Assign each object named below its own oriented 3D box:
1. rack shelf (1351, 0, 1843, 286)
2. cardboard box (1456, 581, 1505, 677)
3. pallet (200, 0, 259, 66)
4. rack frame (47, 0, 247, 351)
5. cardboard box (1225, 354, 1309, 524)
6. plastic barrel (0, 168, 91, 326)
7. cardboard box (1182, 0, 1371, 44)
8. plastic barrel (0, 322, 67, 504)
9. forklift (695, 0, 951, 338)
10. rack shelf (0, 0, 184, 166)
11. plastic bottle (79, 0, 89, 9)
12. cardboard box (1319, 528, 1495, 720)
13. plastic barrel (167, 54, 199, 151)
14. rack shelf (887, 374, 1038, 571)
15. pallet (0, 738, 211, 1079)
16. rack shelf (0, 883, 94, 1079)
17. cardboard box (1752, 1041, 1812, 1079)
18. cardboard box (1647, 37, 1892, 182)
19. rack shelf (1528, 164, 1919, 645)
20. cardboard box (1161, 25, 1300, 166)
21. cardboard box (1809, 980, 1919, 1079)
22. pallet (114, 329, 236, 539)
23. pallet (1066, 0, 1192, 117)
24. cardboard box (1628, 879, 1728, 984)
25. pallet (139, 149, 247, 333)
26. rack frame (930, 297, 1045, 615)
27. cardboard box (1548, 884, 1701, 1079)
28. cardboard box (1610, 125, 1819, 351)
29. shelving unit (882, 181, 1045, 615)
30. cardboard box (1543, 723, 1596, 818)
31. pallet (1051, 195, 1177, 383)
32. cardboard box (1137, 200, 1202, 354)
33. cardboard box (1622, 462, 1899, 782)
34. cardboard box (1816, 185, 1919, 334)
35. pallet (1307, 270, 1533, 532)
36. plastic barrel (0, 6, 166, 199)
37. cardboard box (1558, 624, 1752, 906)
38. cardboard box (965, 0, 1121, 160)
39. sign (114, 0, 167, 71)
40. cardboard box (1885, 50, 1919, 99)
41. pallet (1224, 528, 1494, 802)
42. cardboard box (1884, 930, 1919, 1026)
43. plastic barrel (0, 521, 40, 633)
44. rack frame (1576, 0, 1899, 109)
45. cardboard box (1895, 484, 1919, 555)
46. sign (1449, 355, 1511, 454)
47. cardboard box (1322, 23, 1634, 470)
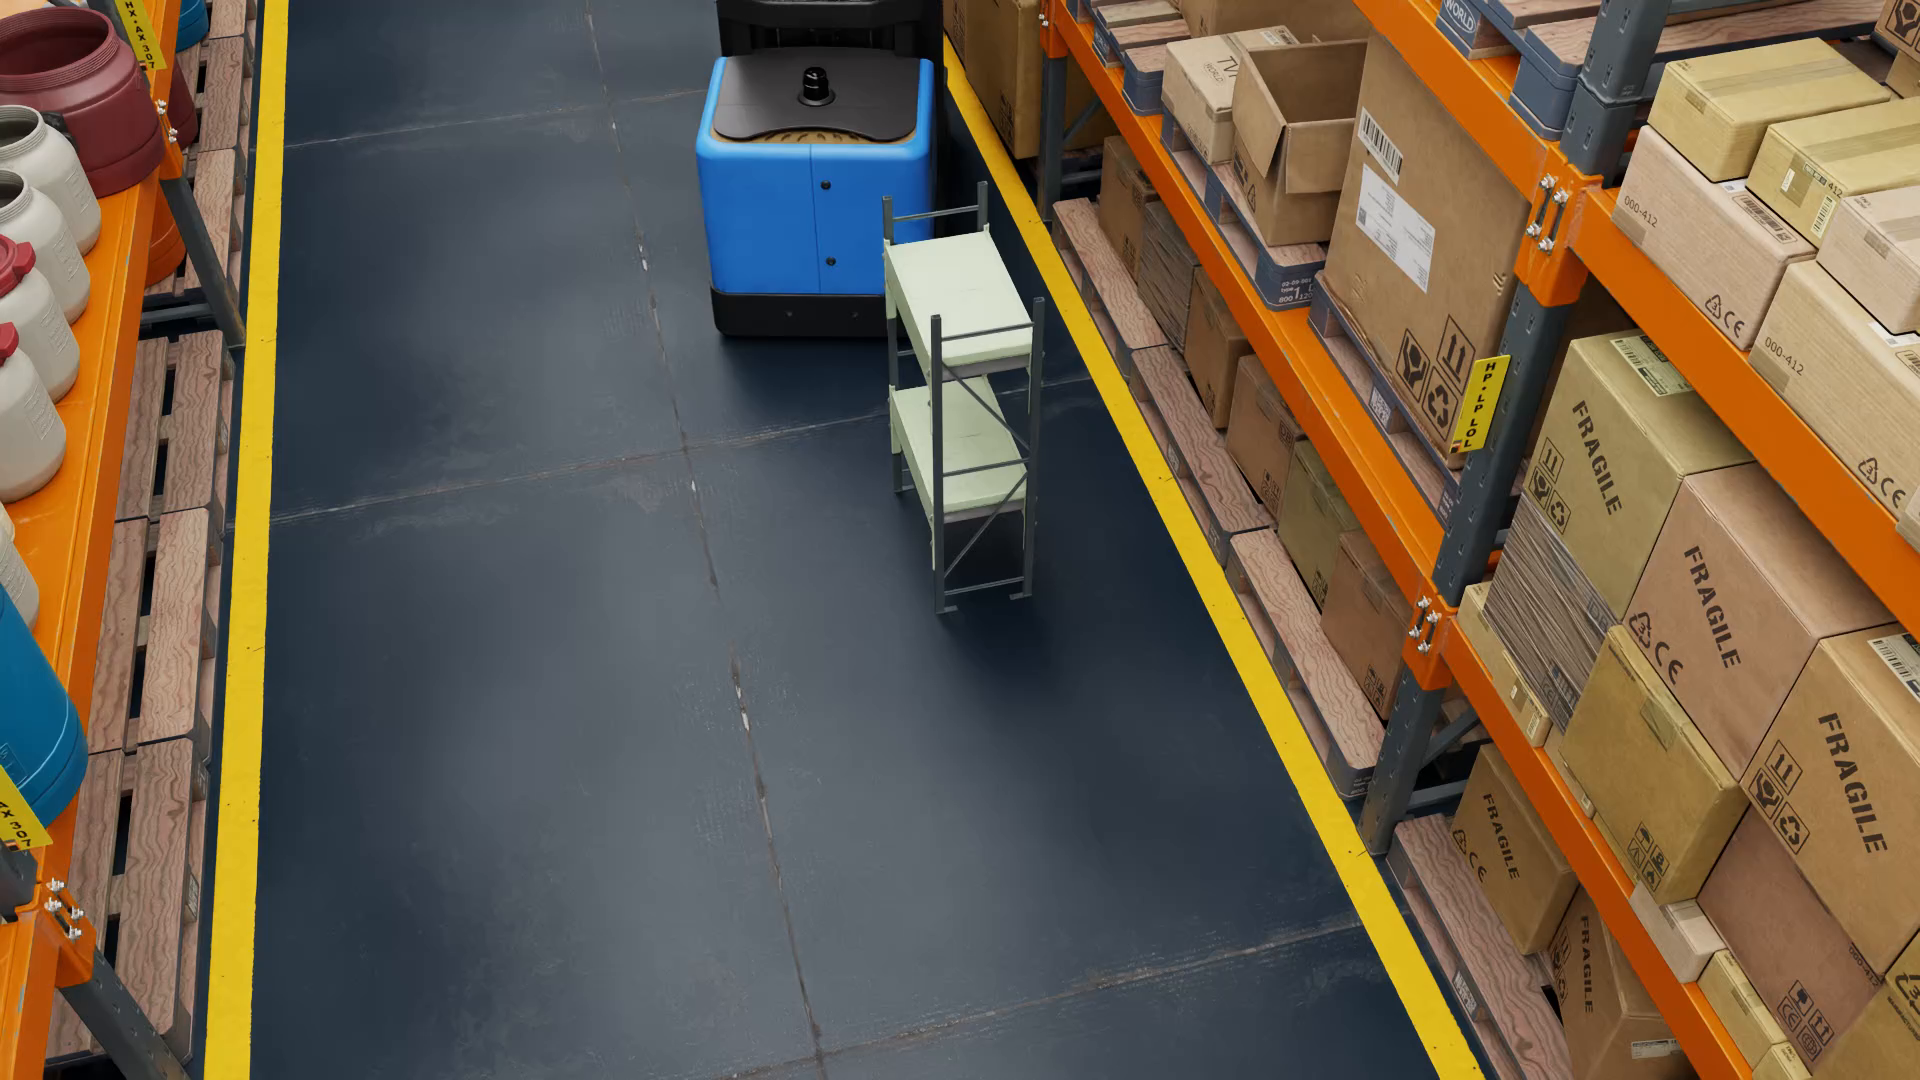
[{"bbox_3d":[1.411,-2.237,5.496,1.077,0.370,4.000,-11,47,-10],"label":"rack shelf"},{"bbox_3d":[1.687,0.234,4.847,0.380,0.149,0.250,-11,47,-10],"label":"cardboard box"},{"bbox_3d":[-4.756,-3.159,9.949,1.003,0.211,1.213,-11,47,-10],"label":"pallet"},{"bbox_3d":[-3.889,-1.914,6.776,1.000,3.000,0.127,-11,47,-10],"label":"rack frame"},{"bbox_3d":[1.539,-0.484,6.817,0.700,0.500,0.500,-14,47,-14],"label":"cardboard box"},{"bbox_3d":[-3.312,-0.991,5.793,0.421,0.512,0.421,0,46,0],"label":"plastic barrel"},{"bbox_3d":[1.315,-2.269,6.760,0.700,0.500,0.500,-4,46,-4],"label":"cardboard box"},{"bbox_3d":[-3.086,-0.407,5.204,0.433,0.535,0.433,0,46,0],"label":"plastic barrel"},{"bbox_3d":[-0.618,-3.015,7.904,1.130,2.935,3.031,1,46,1],"label":"forklift"},{"bbox_3d":[-4.401,-3.043,8.386,1.077,0.370,4.000,-11,47,-10],"label":"rack shelf"},{"bbox_3d":[-3.688,-2.228,7.171,0.152,0.276,0.135,-11,47,-10],"label":"plastic bottle"},{"bbox_3d":[1.786,0.235,6.112,0.700,0.500,0.500,-14,47,-13],"label":"cardboard box"},{"bbox_3d":[-4.320,-2.331,8.579,0.600,0.588,0.708,-11,47,-10],"label":"plastic barrel"},{"bbox_3d":[0.002,-0.292,6.693,0.431,0.370,0.720,-11,47,-10],"label":"rack shelf"},{"bbox_3d":[-3.104,1.289,5.590,1.003,0.211,1.213,-11,47,-10],"label":"pallet"},{"bbox_3d":[-2.353,2.480,2.973,1.077,0.370,4.000,-11,47,-10],"label":"rack shelf"},{"bbox_3d":[2.084,1.267,3.835,0.380,0.149,0.250,-11,47,-10],"label":"cardboard box"},{"bbox_3d":[1.708,-0.914,3.522,0.380,0.149,0.250,-12,47,-11],"label":"cardboard box"},{"bbox_3d":[2.435,0.525,2.790,1.077,0.370,4.000,-11,47,-10],"label":"rack shelf"},{"bbox_3d":[1.105,-1.715,6.392,0.500,0.250,0.500,-12,47,-11],"label":"cardboard box"},{"bbox_3d":[2.385,1.156,3.489,0.875,0.500,0.500,-11,47,-10],"label":"cardboard box"},{"bbox_3d":[-3.728,-0.396,7.241,1.003,0.211,1.213,-11,47,-10],"label":"pallet"},{"bbox_3d":[1.184,-2.280,7.269,1.213,0.211,1.003,-11,47,-10],"label":"pallet"},{"bbox_3d":[1.927,0.927,4.168,0.380,0.149,0.250,-11,47,-10],"label":"cardboard box"},{"bbox_3d":[-4.131,-1.474,8.298,1.003,0.211,1.213,-11,47,-10],"label":"pallet"},{"bbox_3d":[0.095,-0.268,6.213,0.400,1.500,0.023,-11,47,-10],"label":"rack frame"},{"bbox_3d":[2.140,1.348,5.036,0.500,0.500,0.500,3,46,2],"label":"cardboard box"},{"bbox_3d":[1.790,-0.698,3.589,0.500,0.250,0.500,-12,47,-12],"label":"cardboard box"},{"bbox_3d":[0.002,-0.520,6.461,0.431,1.500,0.755,-11,47,-10],"label":"shelving unit"},{"bbox_3d":[1.829,0.576,4.512,0.380,0.149,0.250,-11,47,-10],"label":"cardboard box"},{"bbox_3d":[1.097,-1.304,8.130,1.003,0.211,1.213,-11,47,-10],"label":"pallet"},{"bbox_3d":[1.244,-1.259,7.576,0.700,0.500,0.500,-14,47,-14],"label":"cardboard box"},{"bbox_3d":[1.922,0.155,3.770,0.500,0.500,0.500,-11,47,-10],"label":"cardboard box"},{"bbox_3d":[1.891,-0.551,3.166,0.380,0.149,0.250,-10,46,-10],"label":"cardboard box"},{"bbox_3d":[1.868,-0.545,5.569,1.003,0.211,1.213,-11,47,-10],"label":"pallet"},{"bbox_3d":[-3.478,-1.696,6.468,0.600,0.536,0.708,-11,47,-10],"label":"plastic barrel"},{"bbox_3d":[2.072,0.477,4.155,0.875,0.500,0.500,-11,47,-10],"label":"cardboard box"},{"bbox_3d":[0.742,-2.703,8.743,1.225,0.875,0.875,-13,47,-12],"label":"cardboard box"},{"bbox_3d":[-3.359,-2.076,6.821,0.100,0.325,0.005,-11,47,-10],"label":"sign"},{"bbox_3d":[2.285,-1.023,3.629,0.380,0.149,0.250,-9,46,-9],"label":"cardboard box"},{"bbox_3d":[1.722,0.381,6.480,1.003,0.211,1.213,-11,47,-10],"label":"pallet"},{"bbox_3d":[2.188,0.844,3.095,0.500,0.500,0.500,-11,47,-10],"label":"cardboard box"},{"bbox_3d":[-2.898,0.100,4.708,0.433,0.535,0.433,0,46,0],"label":"plastic barrel"},{"bbox_3d":[1.923,-2.158,2.814,1.000,3.000,0.127,-11,47,-10],"label":"rack frame"},{"bbox_3d":[2.047,0.012,2.894,0.500,0.250,0.500,-12,47,-12],"label":"cardboard box"},{"bbox_3d":[1.387,-0.359,4.442,0.100,0.325,0.005,-11,47,-10],"label":"sign"},{"bbox_3d":[1.855,-0.989,5.156,1.000,1.000,1.000,-10,46,-10],"label":"cardboard box"}]
